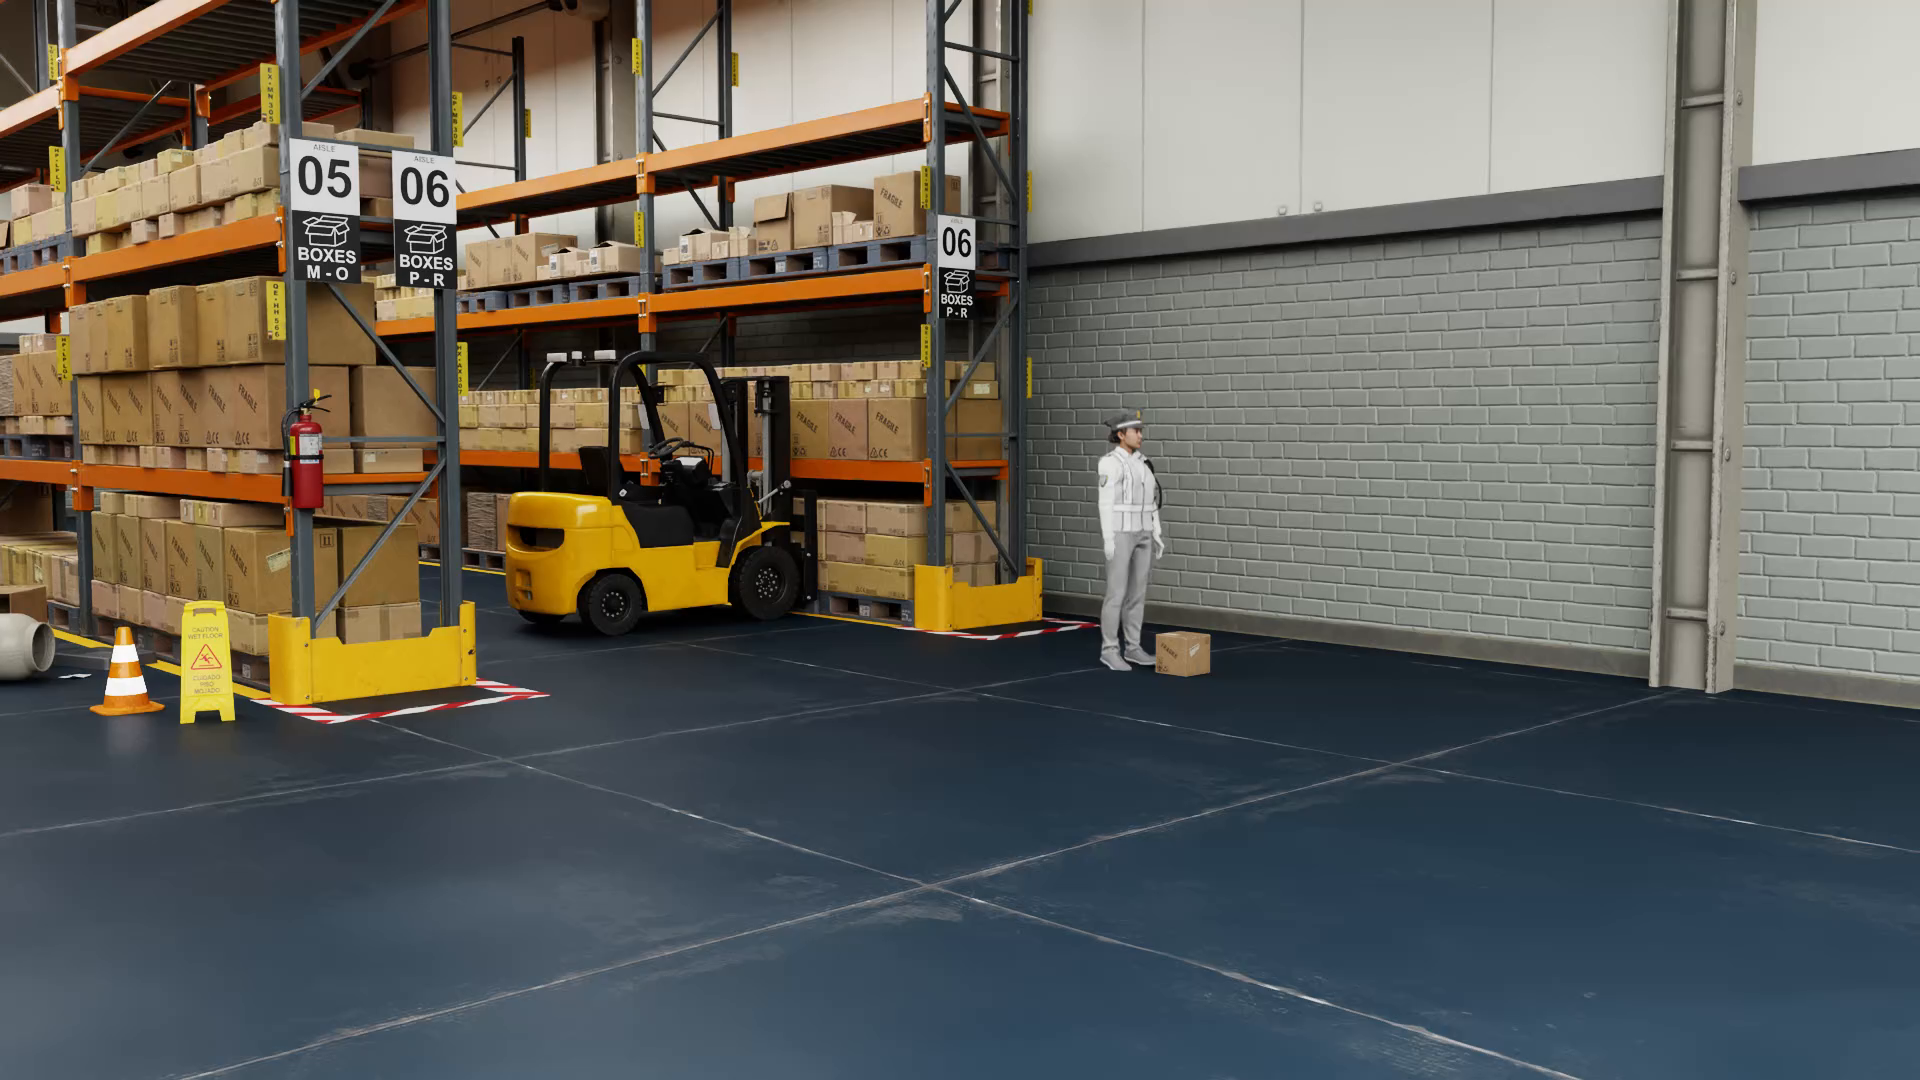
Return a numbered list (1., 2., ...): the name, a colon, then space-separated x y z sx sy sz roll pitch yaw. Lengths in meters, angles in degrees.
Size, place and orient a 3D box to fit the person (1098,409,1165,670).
1. person: 1.126 -0.001 10.984 0.483 1.724 0.366 -4 6 -43
